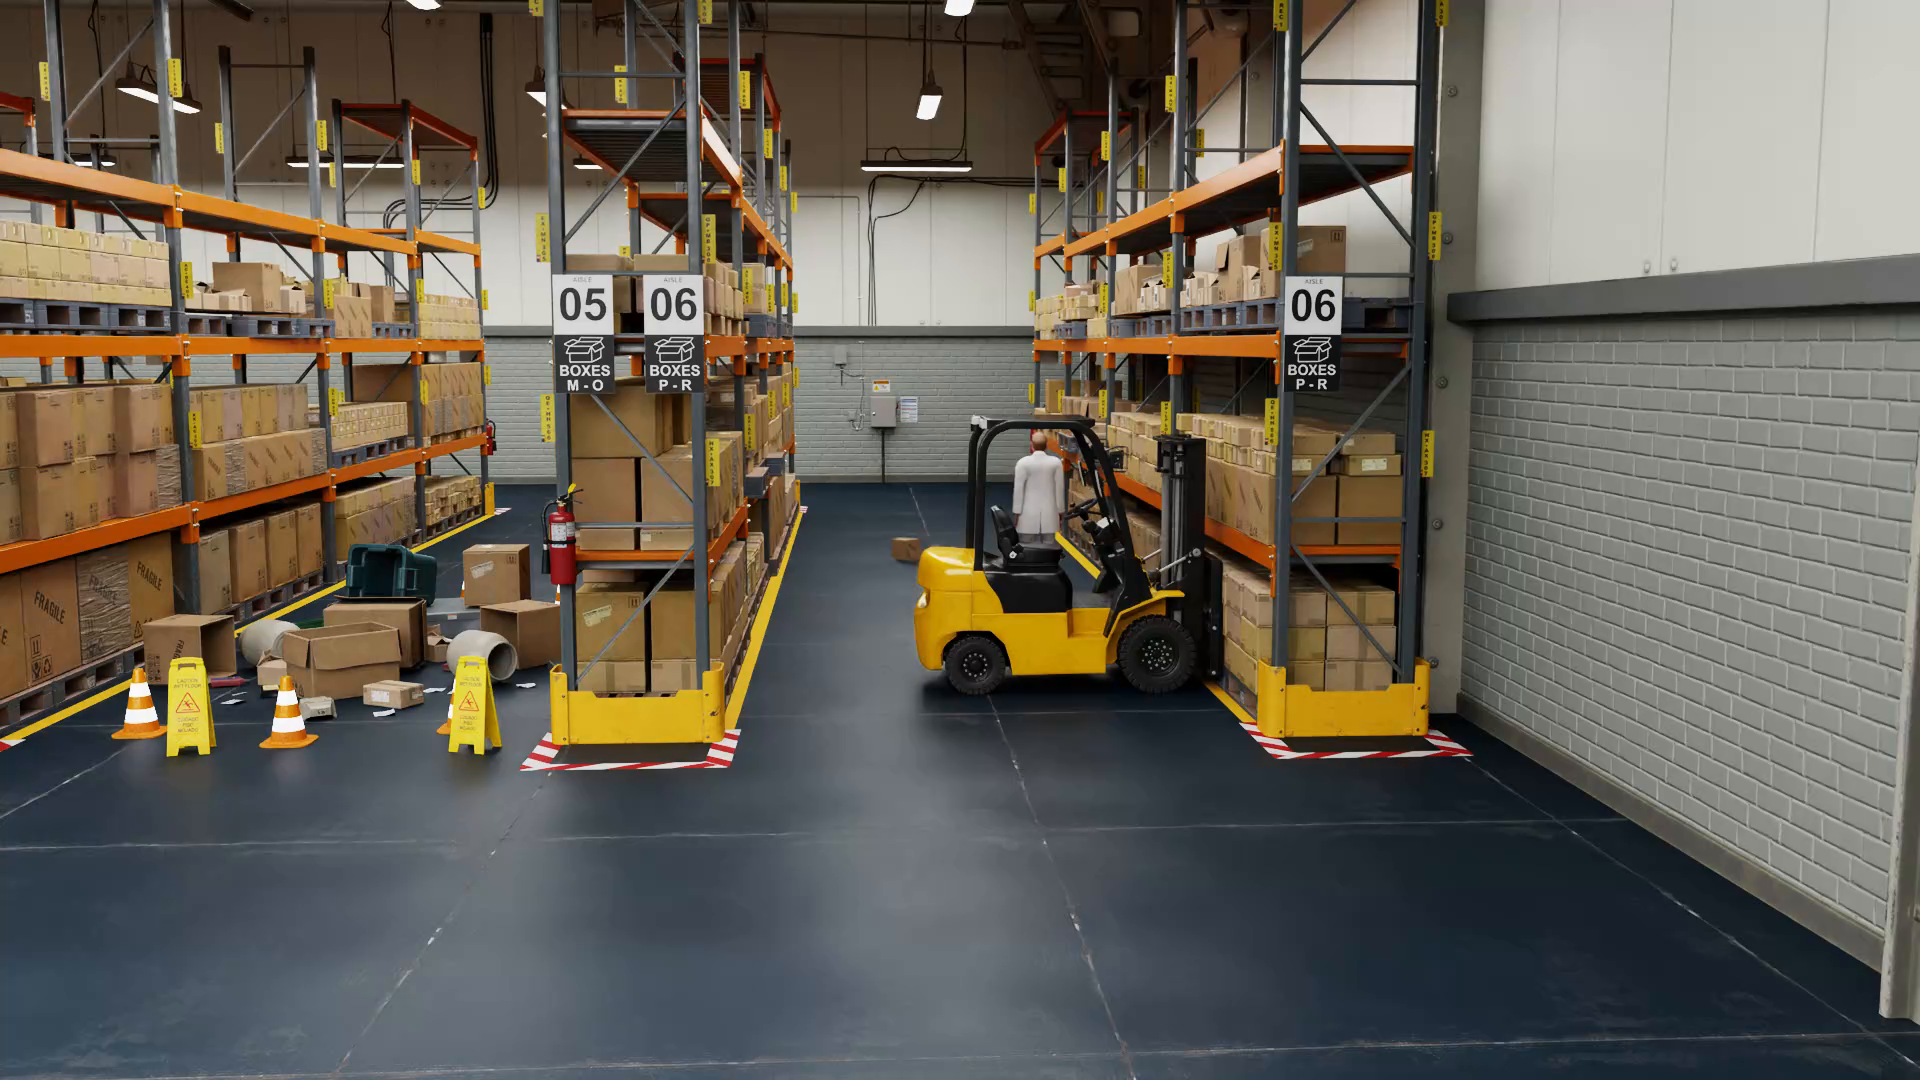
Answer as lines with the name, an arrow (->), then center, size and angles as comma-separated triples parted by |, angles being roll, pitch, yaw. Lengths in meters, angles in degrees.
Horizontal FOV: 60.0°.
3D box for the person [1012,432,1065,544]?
person -> 0.857, -0.274, 18.230 | 0.587, 1.826, 0.490 | -1, 7, -7
